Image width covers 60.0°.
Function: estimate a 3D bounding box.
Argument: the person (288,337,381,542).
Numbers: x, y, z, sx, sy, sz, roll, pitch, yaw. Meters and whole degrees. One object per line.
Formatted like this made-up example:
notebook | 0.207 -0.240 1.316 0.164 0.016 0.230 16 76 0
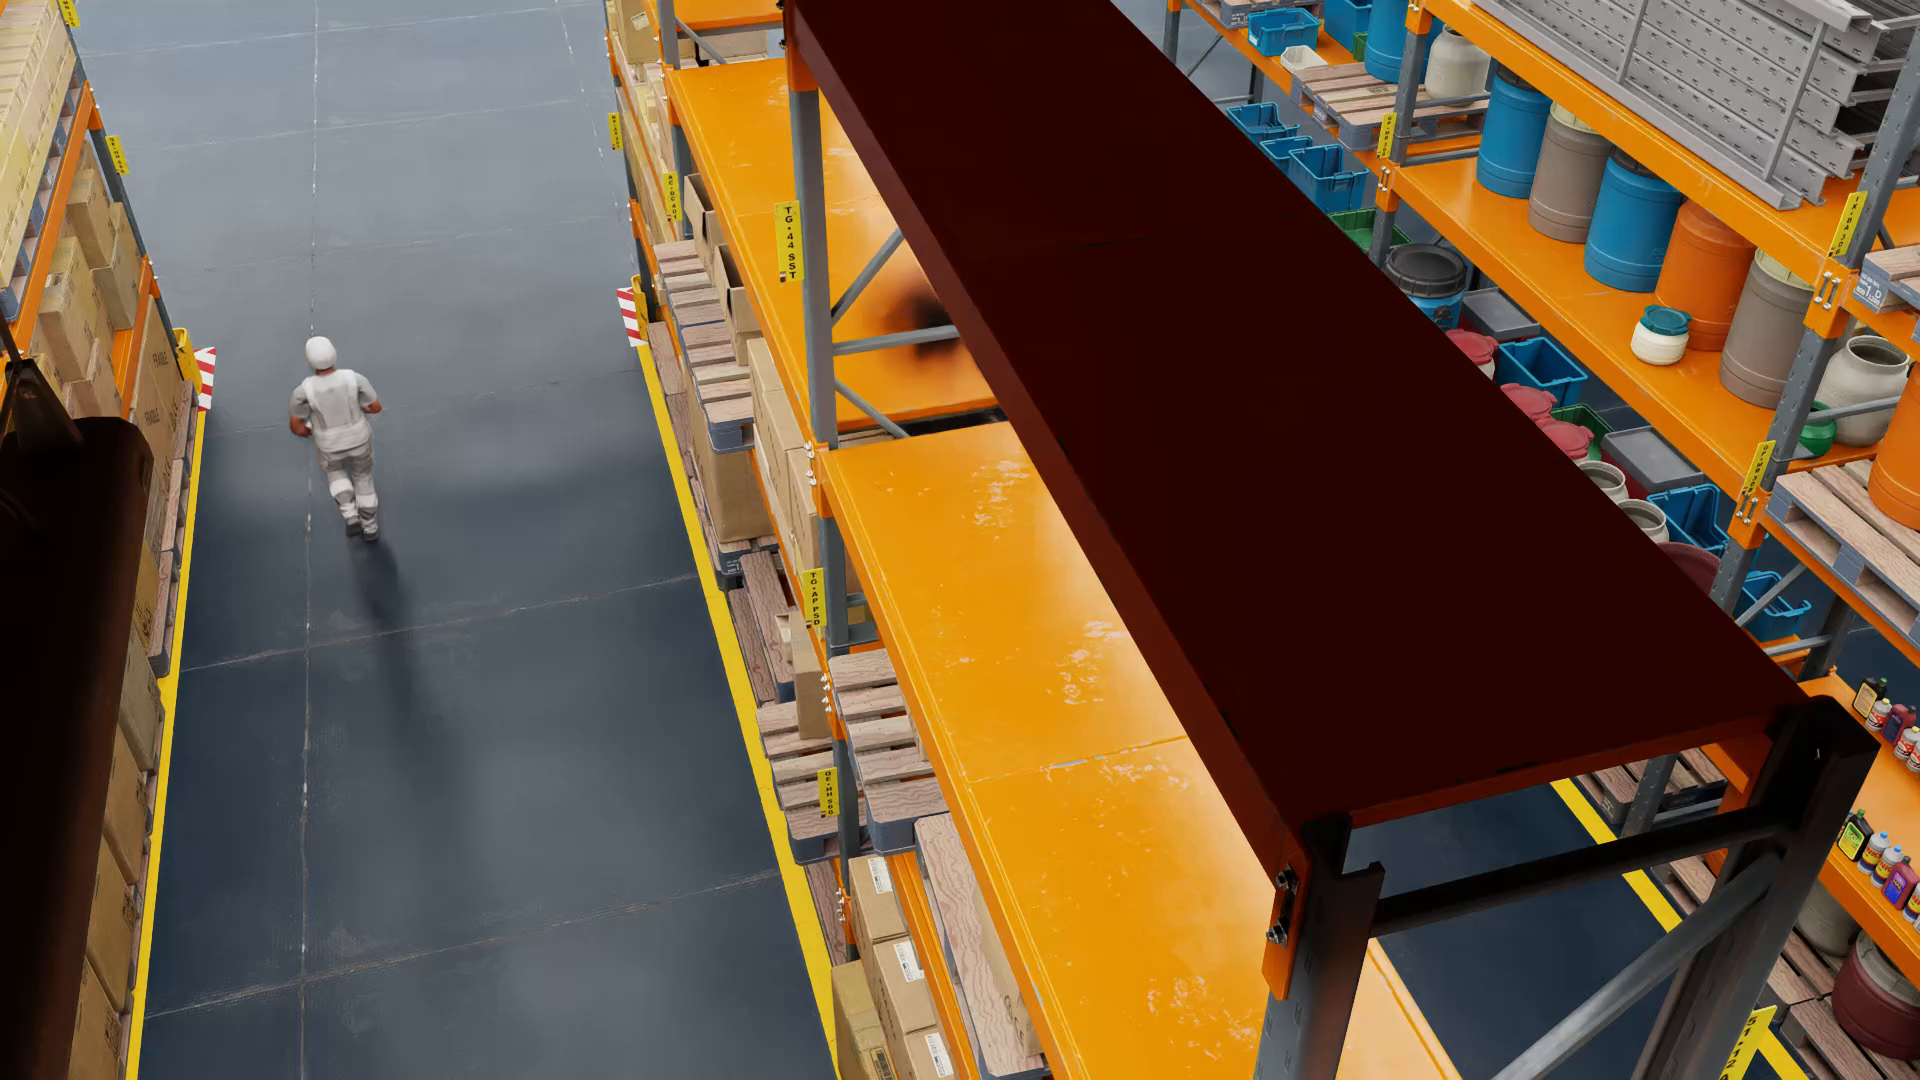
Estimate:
person | -4.612 -0.776 12.394 0.648 1.740 0.596 -15 41 -19
